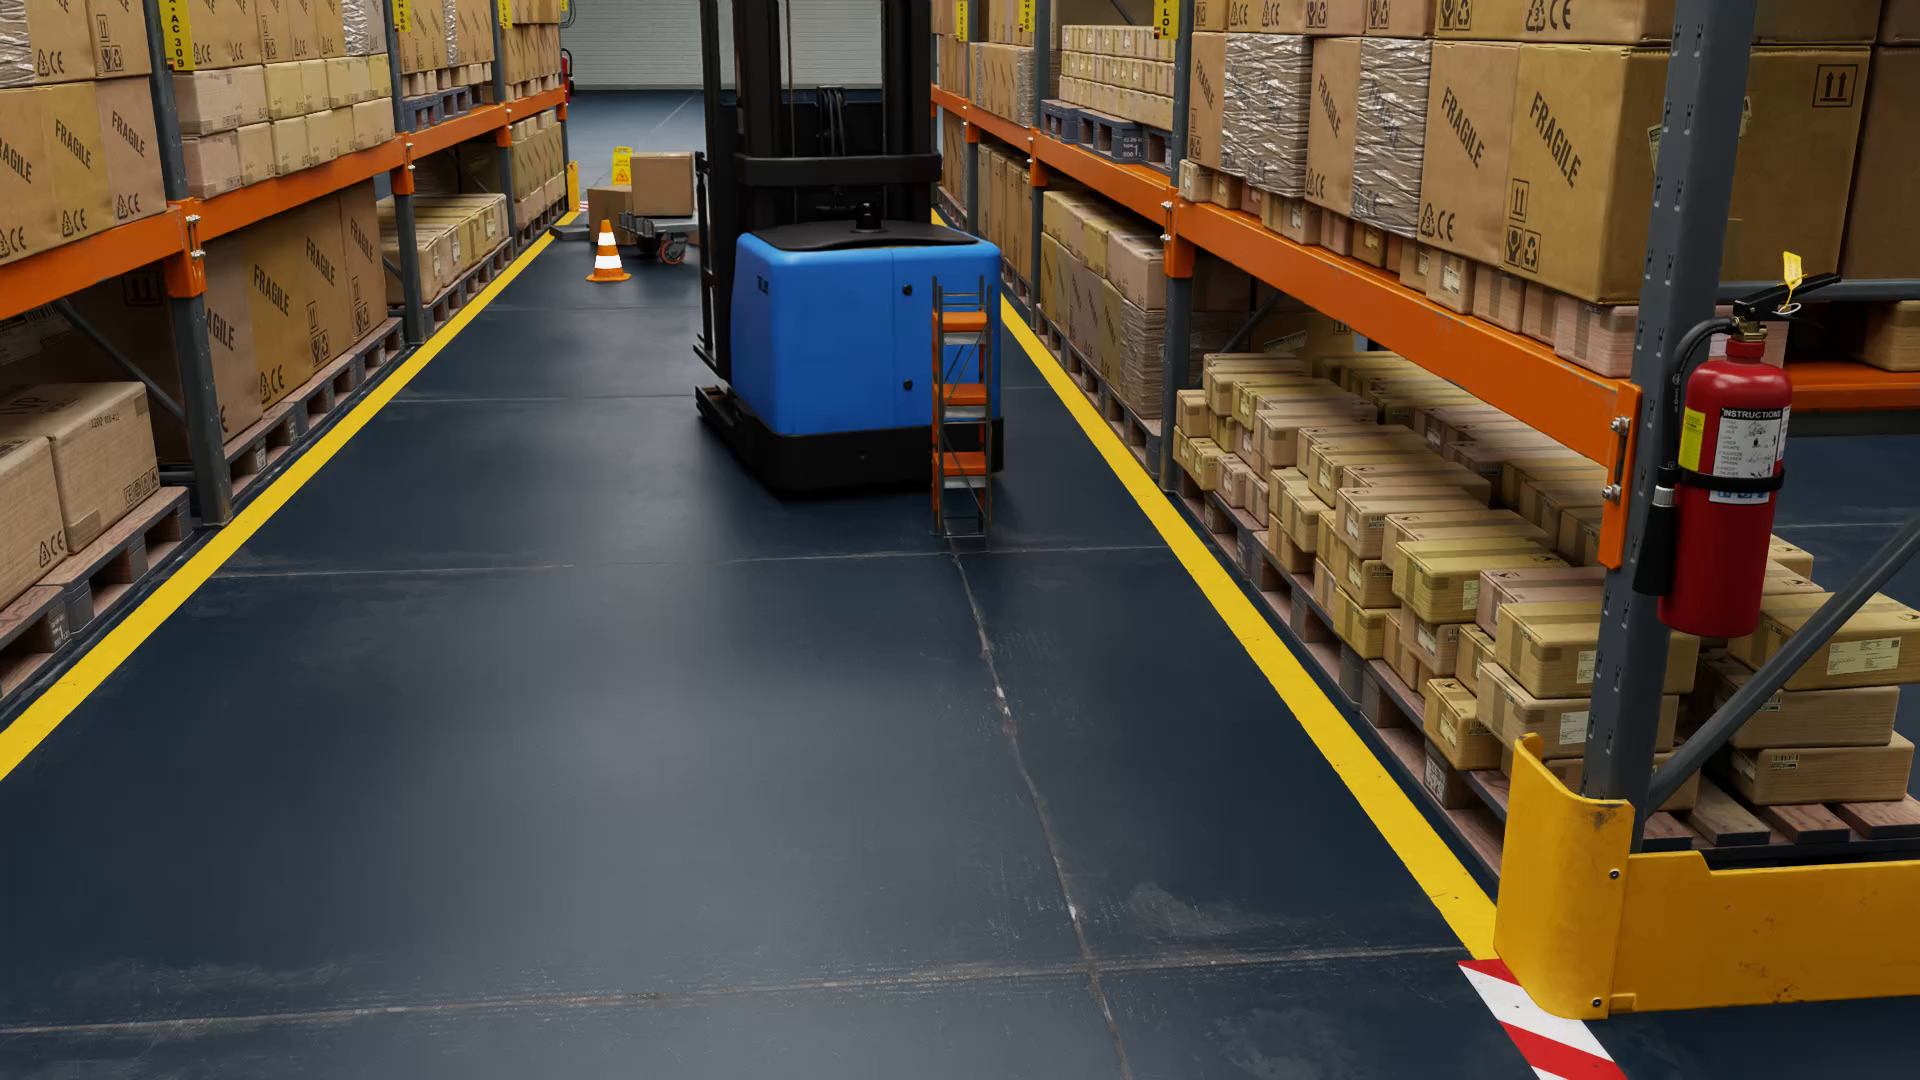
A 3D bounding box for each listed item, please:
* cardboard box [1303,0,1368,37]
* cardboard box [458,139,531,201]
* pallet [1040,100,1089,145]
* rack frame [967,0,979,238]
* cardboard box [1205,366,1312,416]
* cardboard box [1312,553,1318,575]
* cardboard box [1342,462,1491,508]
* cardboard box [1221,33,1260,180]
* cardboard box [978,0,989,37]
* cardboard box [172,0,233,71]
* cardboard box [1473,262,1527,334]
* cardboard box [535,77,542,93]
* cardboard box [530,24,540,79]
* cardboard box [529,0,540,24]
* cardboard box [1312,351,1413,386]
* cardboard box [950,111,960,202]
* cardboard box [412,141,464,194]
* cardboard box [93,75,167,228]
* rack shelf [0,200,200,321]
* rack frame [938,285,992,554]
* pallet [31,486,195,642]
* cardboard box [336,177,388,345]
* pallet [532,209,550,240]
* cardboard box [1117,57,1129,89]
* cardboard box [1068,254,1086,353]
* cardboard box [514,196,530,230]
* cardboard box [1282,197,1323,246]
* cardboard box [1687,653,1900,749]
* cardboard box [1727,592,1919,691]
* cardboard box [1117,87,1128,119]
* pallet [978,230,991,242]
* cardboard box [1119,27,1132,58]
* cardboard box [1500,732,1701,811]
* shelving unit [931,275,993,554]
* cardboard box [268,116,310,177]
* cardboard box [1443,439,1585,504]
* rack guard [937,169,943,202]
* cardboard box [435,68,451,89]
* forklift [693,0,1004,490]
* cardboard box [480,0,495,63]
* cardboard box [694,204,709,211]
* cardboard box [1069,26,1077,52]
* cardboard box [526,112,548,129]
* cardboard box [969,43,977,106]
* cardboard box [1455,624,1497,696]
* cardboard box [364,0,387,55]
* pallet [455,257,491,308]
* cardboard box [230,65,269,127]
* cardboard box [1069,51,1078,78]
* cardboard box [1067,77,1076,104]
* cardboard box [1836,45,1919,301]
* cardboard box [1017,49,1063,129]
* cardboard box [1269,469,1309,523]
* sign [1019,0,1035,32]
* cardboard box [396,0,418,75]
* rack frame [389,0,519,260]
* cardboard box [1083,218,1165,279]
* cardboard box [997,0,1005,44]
[{"bbox_3d":[1.336,-1.730,4.847,0.500,0.500,0.500,-2,18,-8],"label":"cardboard box"},{"bbox_3d":[-4.140,-3.294,14.800,0.500,0.500,0.500,-1,17,-3],"label":"cardboard box"},{"bbox_3d":[1.158,-2.555,10.127,1.213,0.211,1.003,-2,18,-6],"label":"pallet"},{"bbox_3d":[0.565,-4.047,14.560,1.000,3.000,0.127,-2,18,-6],"label":"rack frame"},{"bbox_3d":[1.190,-0.595,6.628,0.380,0.149,0.250,-1,17,-3],"label":"cardboard box"},{"bbox_3d":[1.386,0.076,5.486,0.380,0.149,0.250,-1,17,-4],"label":"cardboard box"},{"bbox_3d":[1.411,-0.135,5.164,0.380,0.149,0.250,-2,18,-7],"label":"cardboard box"},{"bbox_3d":[1.249,-1.551,5.945,0.500,0.500,0.500,-2,18,-6],"label":"cardboard box"},{"bbox_3d":[0.562,-4.745,14.729,0.875,0.550,0.550,-2,18,-6],"label":"cardboard box"},{"bbox_3d":[-3.282,-2.145,6.666,0.500,0.500,0.500,-2,17,-5],"label":"cardboard box"},{"bbox_3d":[1.459,-0.590,3.967,0.380,0.149,0.250,-2,18,-6],"label":"cardboard box"},{"bbox_3d":[-4.307,-4.452,16.270,0.380,0.149,0.250,-2,18,-6],"label":"cardboard box"},{"bbox_3d":[-4.302,-4.642,15.792,0.500,0.500,0.500,-2,17,-5],"label":"cardboard box"},{"bbox_3d":[-4.233,-4.972,15.172,0.700,0.500,0.500,-2,18,-7],"label":"cardboard box"},{"bbox_3d":[1.686,-0.690,6.931,0.380,0.149,0.250,-1,17,-4],"label":"cardboard box"},{"bbox_3d":[0.381,-3.963,17.139,0.875,0.875,0.875,-2,18,-7],"label":"cardboard box"},{"bbox_3d":[-4.676,-3.278,14.748,0.500,0.500,0.500,-2,18,-6],"label":"cardboard box"},{"bbox_3d":[-3.221,-1.398,5.955,0.500,0.500,0.500,-2,18,-5],"label":"cardboard box"},{"bbox_3d":[-3.316,-0.541,4.595,1.077,0.370,4.000,-2,18,-6],"label":"rack shelf"},{"bbox_3d":[0.018,-0.449,6.353,0.200,1.050,0.008,-2,18,-6],"label":"rack frame"},{"bbox_3d":[-3.522,0.079,6.073,1.003,0.211,1.213,-2,18,-6],"label":"pallet"},{"bbox_3d":[-3.947,-1.650,9.772,0.875,0.875,0.875,-2,18,-6],"label":"cardboard box"},{"bbox_3d":[-4.581,-3.097,16.189,1.003,0.211,1.213,-2,18,-6],"label":"pallet"},{"bbox_3d":[1.014,-2.391,8.507,0.380,0.149,0.250,-2,18,-5],"label":"cardboard box"},{"bbox_3d":[0.910,-1.342,9.415,0.500,0.500,0.500,-2,18,-7],"label":"cardboard box"},{"bbox_3d":[-4.140,-2.937,14.912,0.500,0.250,0.500,-3,18,-8],"label":"cardboard box"},{"bbox_3d":[1.279,-1.058,5.459,0.380,0.149,0.250,-1,17,-3],"label":"cardboard box"},{"bbox_3d":[2.004,0.382,4.014,0.380,0.149,0.250,-1,17,-3],"label":"cardboard box"},{"bbox_3d":[2.087,0.238,3.977,0.380,0.149,0.250,-3,18,-8],"label":"cardboard box"},{"bbox_3d":[1.015,-2.244,8.536,0.380,0.149,0.250,-1,17,-3],"label":"cardboard box"},{"bbox_3d":[0.720,-2.489,14.253,1.003,0.211,1.213,-2,18,-6],"label":"pallet"},{"bbox_3d":[1.021,-2.530,8.452,0.380,0.149,0.250,-3,18,-8],"label":"cardboard box"},{"bbox_3d":[1.541,0.538,4.015,0.380,0.149,0.250,-1,17,-5],"label":"cardboard box"},{"bbox_3d":[0.006,-0.485,6.469,0.215,1.050,0.252,-2,18,-6],"label":"shelving unit"},{"bbox_3d":[-3.397,-1.855,7.830,0.500,0.250,0.500,-2,18,-6],"label":"cardboard box"},{"bbox_3d":[1.811,-0.226,5.454,0.380,0.149,0.250,-2,18,-6],"label":"cardboard box"},{"bbox_3d":[0.150,-4.053,18.753,1.175,0.500,0.348,-2,18,-6],"label":"rack guard"},{"bbox_3d":[-3.902,-3.338,12.021,0.380,0.149,0.250,-1,17,-4],"label":"cardboard box"},{"bbox_3d":[-0.750,-2.014,8.198,1.130,2.935,3.031,-6,18,-17],"label":"forklift"},{"bbox_3d":[-4.072,-4.123,13.439,0.500,0.500,0.500,-2,18,-7],"label":"cardboard box"},{"bbox_3d":[-2.616,-3.368,17.155,0.380,0.149,0.250,8,19,23],"label":"cardboard box"},{"bbox_3d":[0.863,-2.996,9.937,0.380,0.149,0.250,-2,18,-7],"label":"cardboard box"},{"bbox_3d":[-4.265,-4.120,16.347,0.380,0.149,0.250,-1,17,-3],"label":"cardboard box"},{"bbox_3d":[0.352,-3.930,14.019,0.500,0.500,0.500,-2,17,-5],"label":"cardboard box"},{"bbox_3d":[1.491,0.318,4.217,0.380,0.149,0.250,-2,18,-7],"label":"cardboard box"},{"bbox_3d":[-3.622,-3.051,9.551,0.500,0.500,0.500,-2,18,-7],"label":"cardboard box"},{"bbox_3d":[-4.137,-1.937,12.495,1.003,0.211,1.213,-2,18,-6],"label":"pallet"},{"bbox_3d":[-3.369,-1.942,7.270,0.500,0.250,0.500,-2,17,-5],"label":"cardboard box"},{"bbox_3d":[0.858,-2.847,9.958,0.380,0.149,0.250,-1,17,-3],"label":"cardboard box"},{"bbox_3d":[0.851,-2.716,10.039,0.380,0.149,0.250,-1,17,-3],"label":"cardboard box"},{"bbox_3d":[2.032,-0.804,3.565,0.500,0.500,0.500,-1,17,-3],"label":"cardboard box"},{"bbox_3d":[0.664,-3.029,11.150,0.500,0.500,0.500,-2,18,-6],"label":"cardboard box"},{"bbox_3d":[1.279,-0.143,5.687,0.380,0.149,0.250,-2,18,-6],"label":"cardboard box"},{"bbox_3d":[0.426,-3.389,10.533,0.100,0.325,0.005,-2,18,-6],"label":"sign"},{"bbox_3d":[-3.751,-3.203,10.508,0.500,0.500,0.500,-2,18,-7],"label":"cardboard box"},{"bbox_3d":[-4.348,-3.864,13.977,1.000,3.000,0.127,-2,18,-6],"label":"rack frame"},{"bbox_3d":[0.954,-1.554,8.838,0.500,0.250,0.500,-3,18,-8],"label":"cardboard box"},{"bbox_3d":[0.678,-4.271,13.436,0.700,0.500,0.500,-2,18,-7],"label":"cardboard box"}]
